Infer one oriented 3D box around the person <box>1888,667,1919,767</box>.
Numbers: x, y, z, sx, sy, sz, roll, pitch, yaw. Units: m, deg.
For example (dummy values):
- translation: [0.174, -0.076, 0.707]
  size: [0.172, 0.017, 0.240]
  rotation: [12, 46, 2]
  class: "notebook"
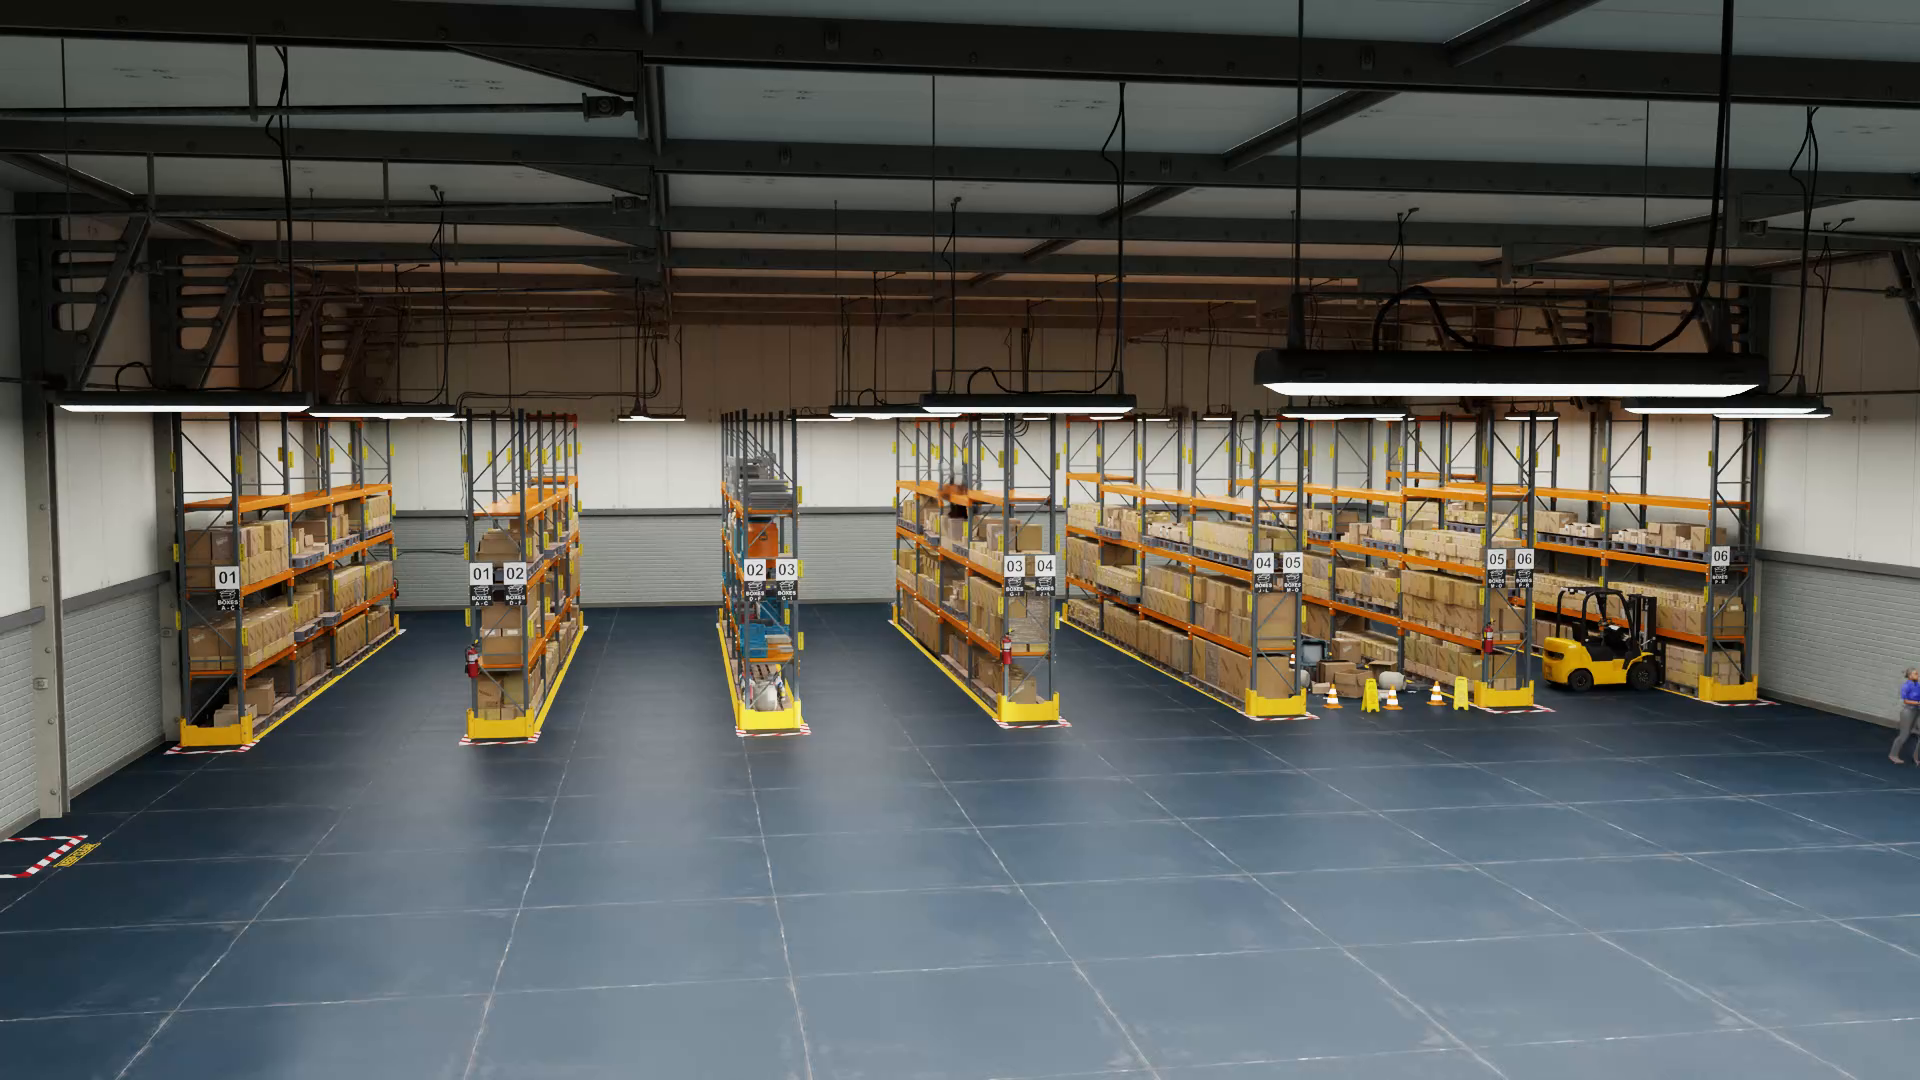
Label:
- translation: [15.909, 2.975, 27.748]
  size: [0.564, 1.714, 0.712]
  rotation: [-2, 4, -24]
  class: "person"
